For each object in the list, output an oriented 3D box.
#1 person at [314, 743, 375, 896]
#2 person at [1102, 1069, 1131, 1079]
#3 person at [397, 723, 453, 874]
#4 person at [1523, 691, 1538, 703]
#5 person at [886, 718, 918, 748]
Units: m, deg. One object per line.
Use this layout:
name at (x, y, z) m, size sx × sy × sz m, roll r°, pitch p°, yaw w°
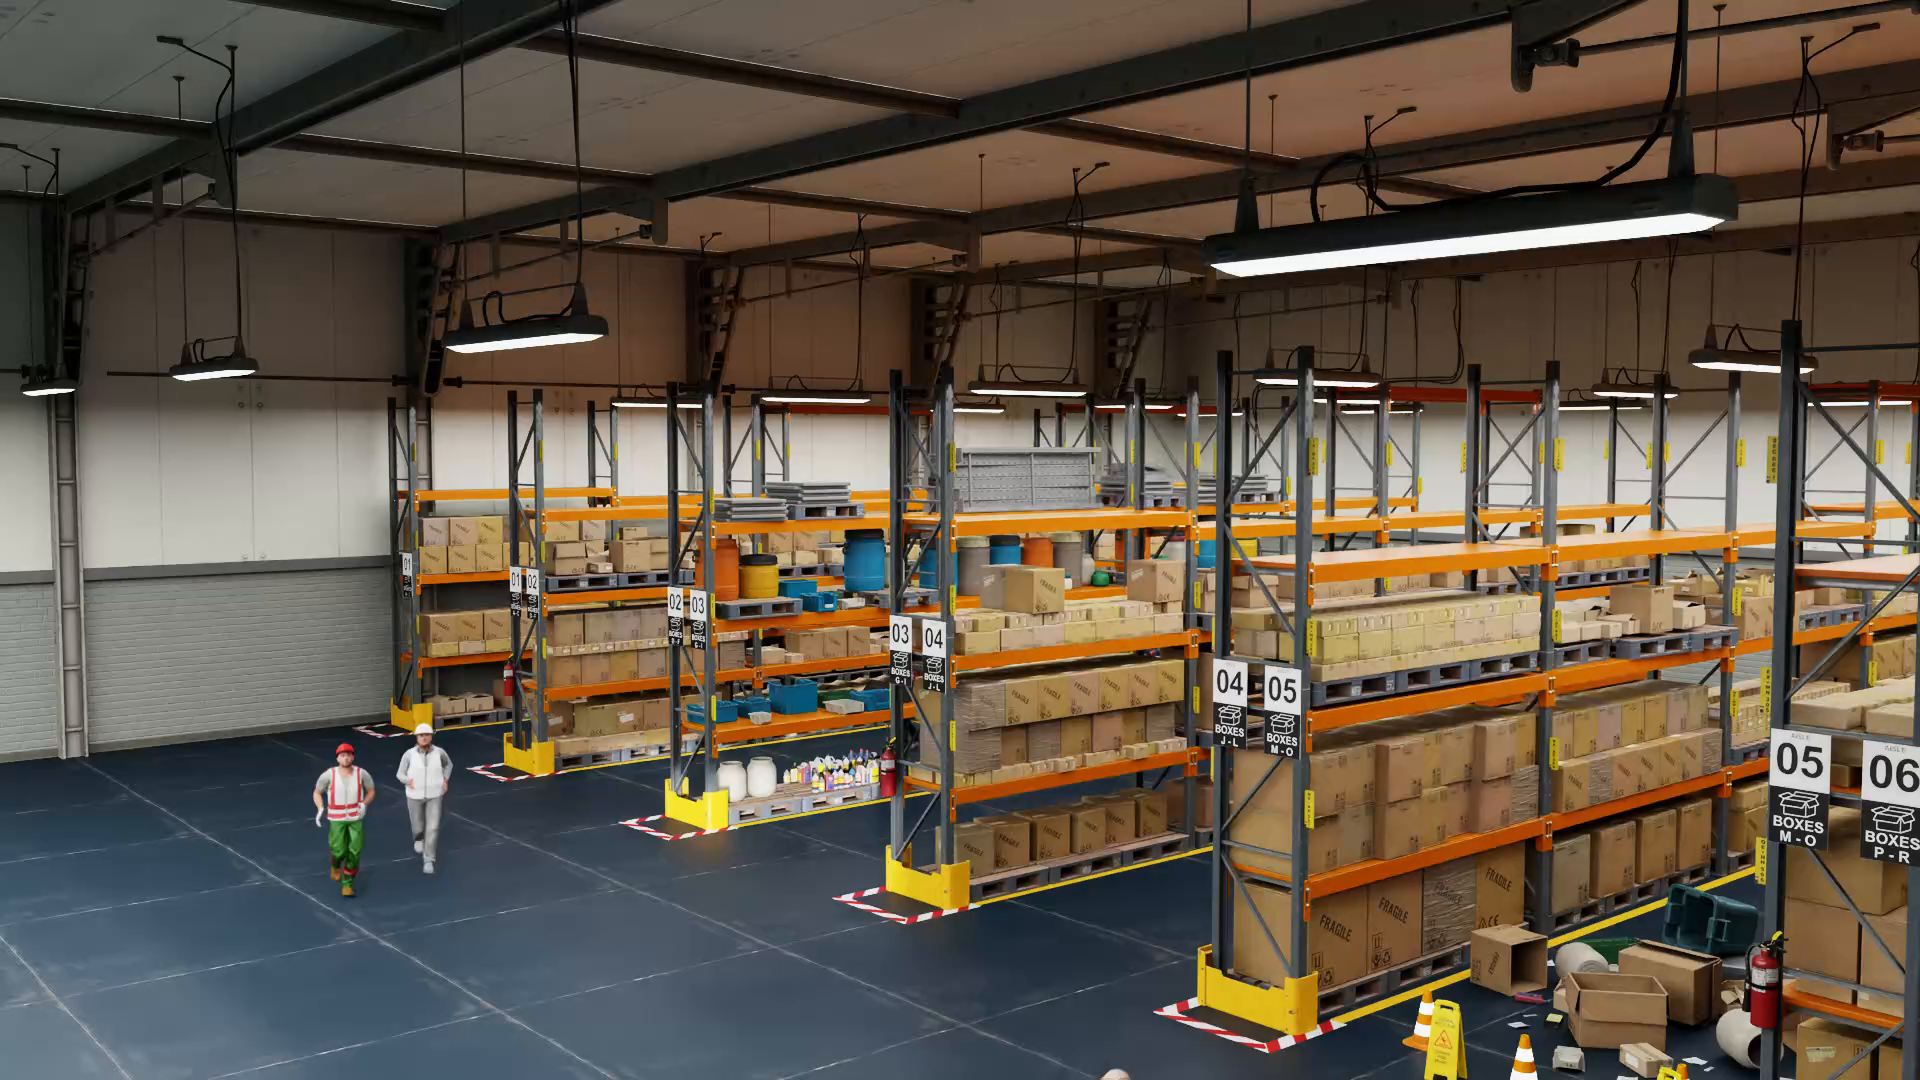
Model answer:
person at (-7.003, 3.186, 18.971) m, size 0.657 × 1.735 × 0.594 m, roll -2°, pitch 4°, yaw -25°
person at (0.826, 3.752, 8.983) m, size 0.680 × 1.764 × 0.731 m, roll 0°, pitch 3°, yaw -3°
person at (-6.486, 3.101, 20.188) m, size 0.660 × 1.758 × 0.904 m, roll -1°, pitch 4°, yaw -20°
person at (8.101, 2.913, 23.627) m, size 0.644 × 1.739 × 0.656 m, roll -3°, pitch 4°, yaw -41°
person at (-0.987, 2.744, 27.751) m, size 0.503 × 1.644 × 0.710 m, roll 3°, pitch 4°, yaw 39°
